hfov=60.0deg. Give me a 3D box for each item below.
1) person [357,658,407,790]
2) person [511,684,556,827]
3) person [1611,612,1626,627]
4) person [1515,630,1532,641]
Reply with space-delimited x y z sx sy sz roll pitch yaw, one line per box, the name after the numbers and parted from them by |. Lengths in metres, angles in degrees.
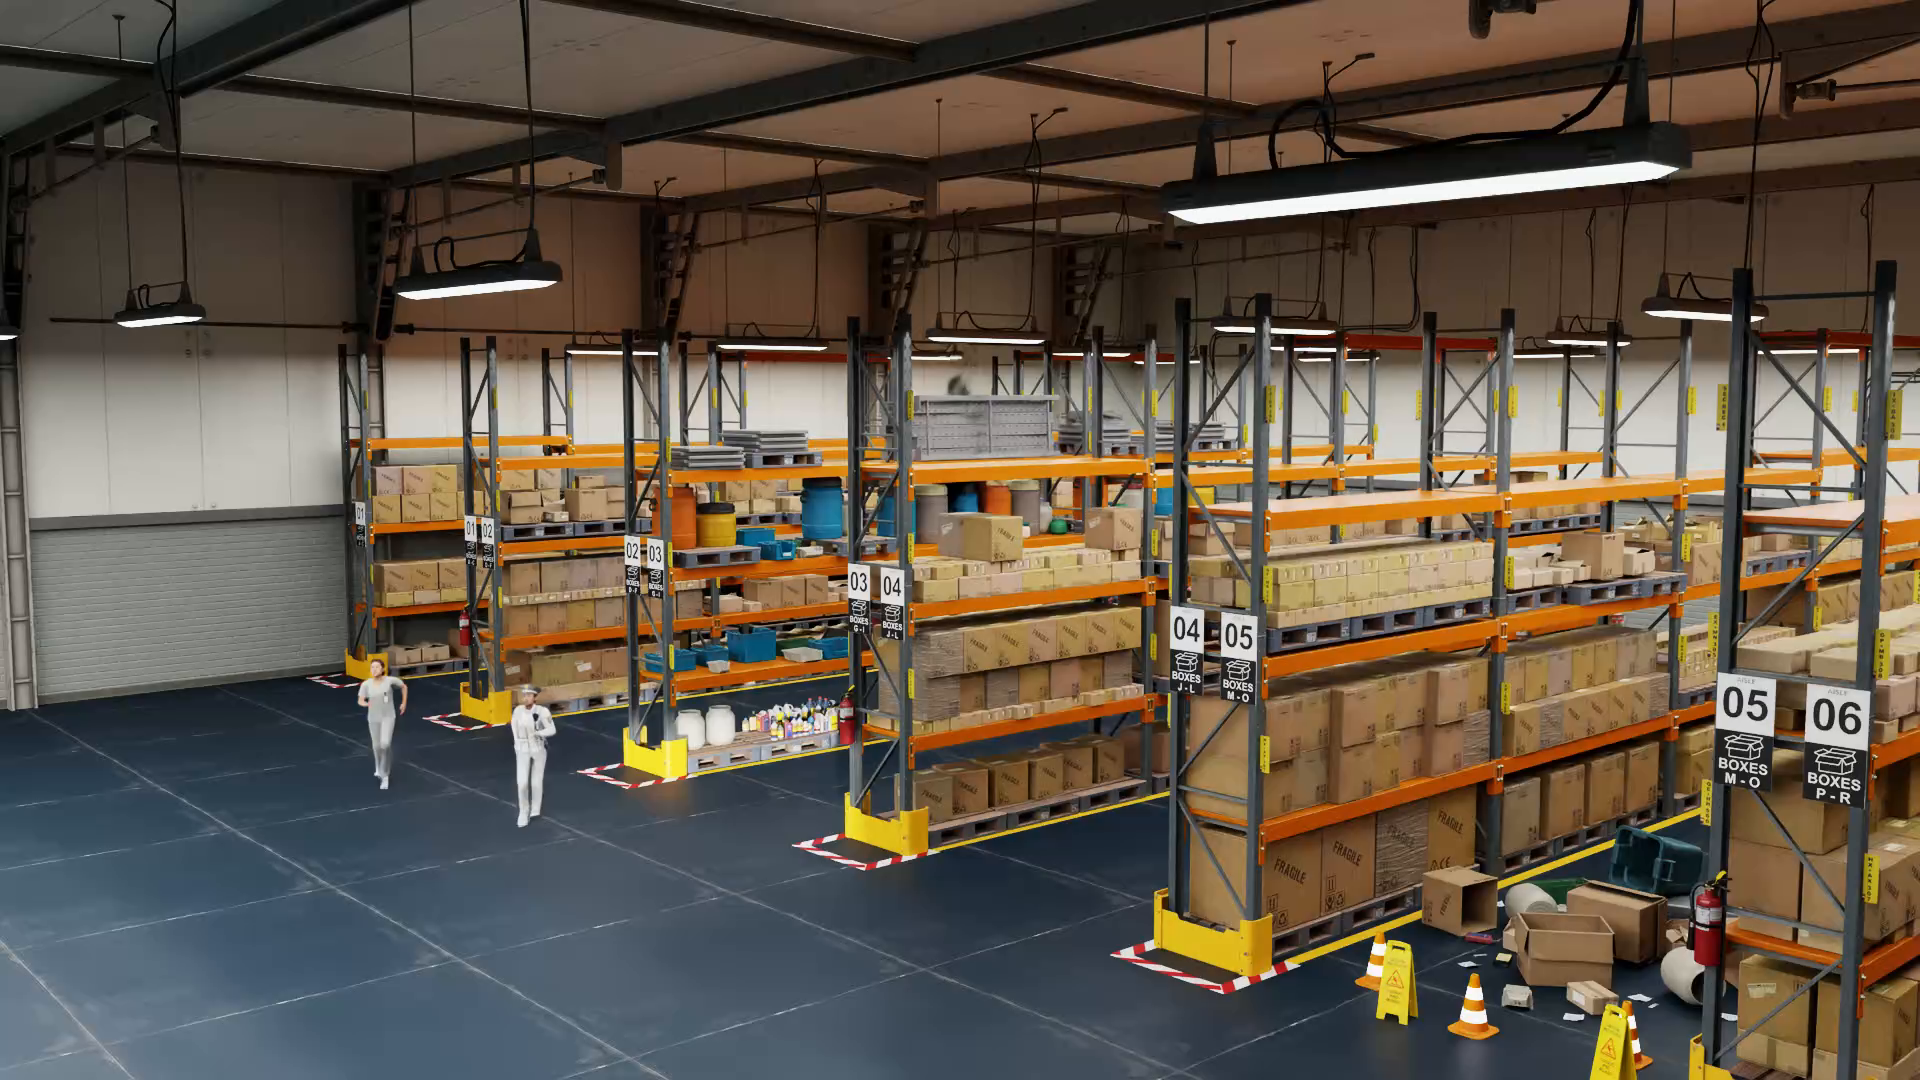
-7.571 2.382 21.828 0.572 1.698 0.880 -1 5 -7 | person
-5.107 2.565 19.861 0.579 1.735 0.708 0 5 -3 | person
11.941 1.568 30.408 0.650 1.814 0.705 -1 5 -15 | person
8.352 2.126 24.739 0.579 1.698 0.842 5 7 45 | person
